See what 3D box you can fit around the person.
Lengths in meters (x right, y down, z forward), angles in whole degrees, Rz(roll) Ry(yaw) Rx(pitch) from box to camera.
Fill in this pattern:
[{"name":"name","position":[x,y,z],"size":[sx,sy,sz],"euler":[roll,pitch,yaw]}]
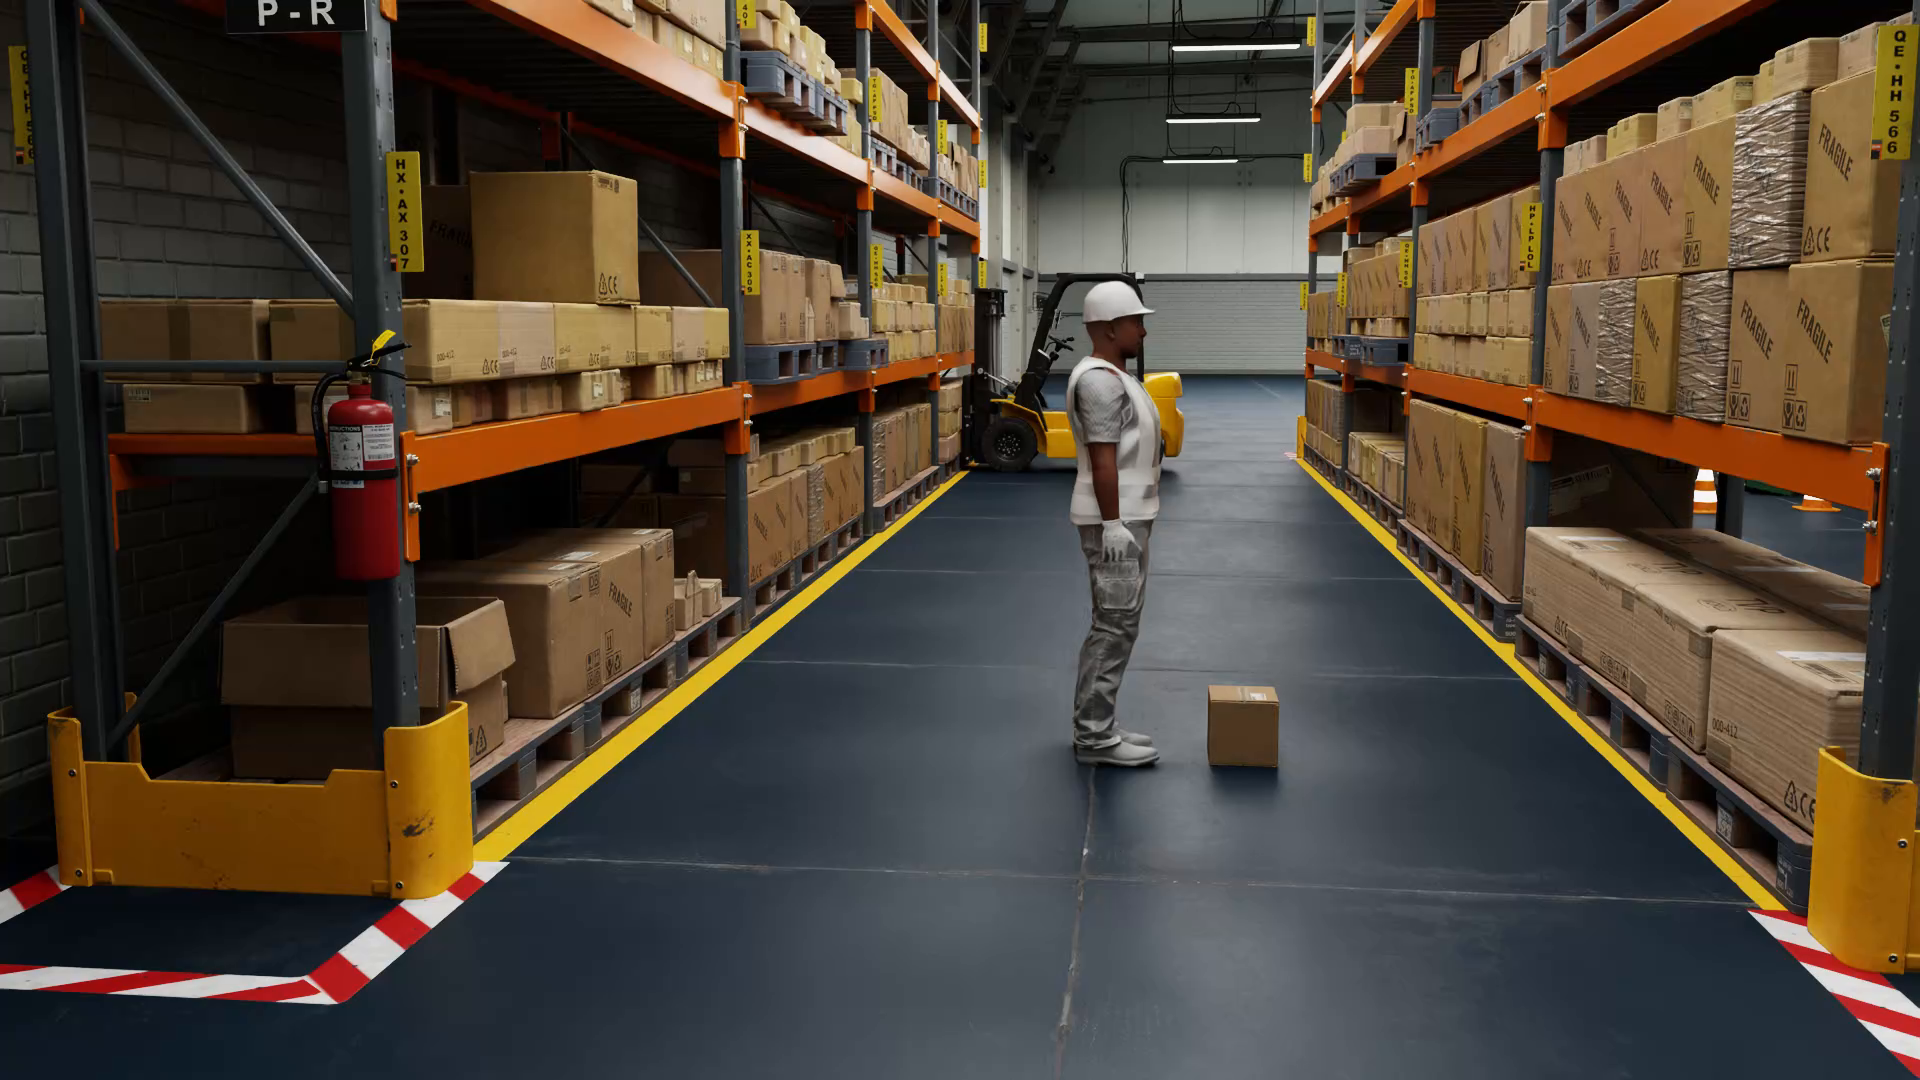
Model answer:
[{"name":"person","position":[0.580,-0.061,6.227],"size":[0.361,1.790,0.545],"euler":[1,8,8]}]
